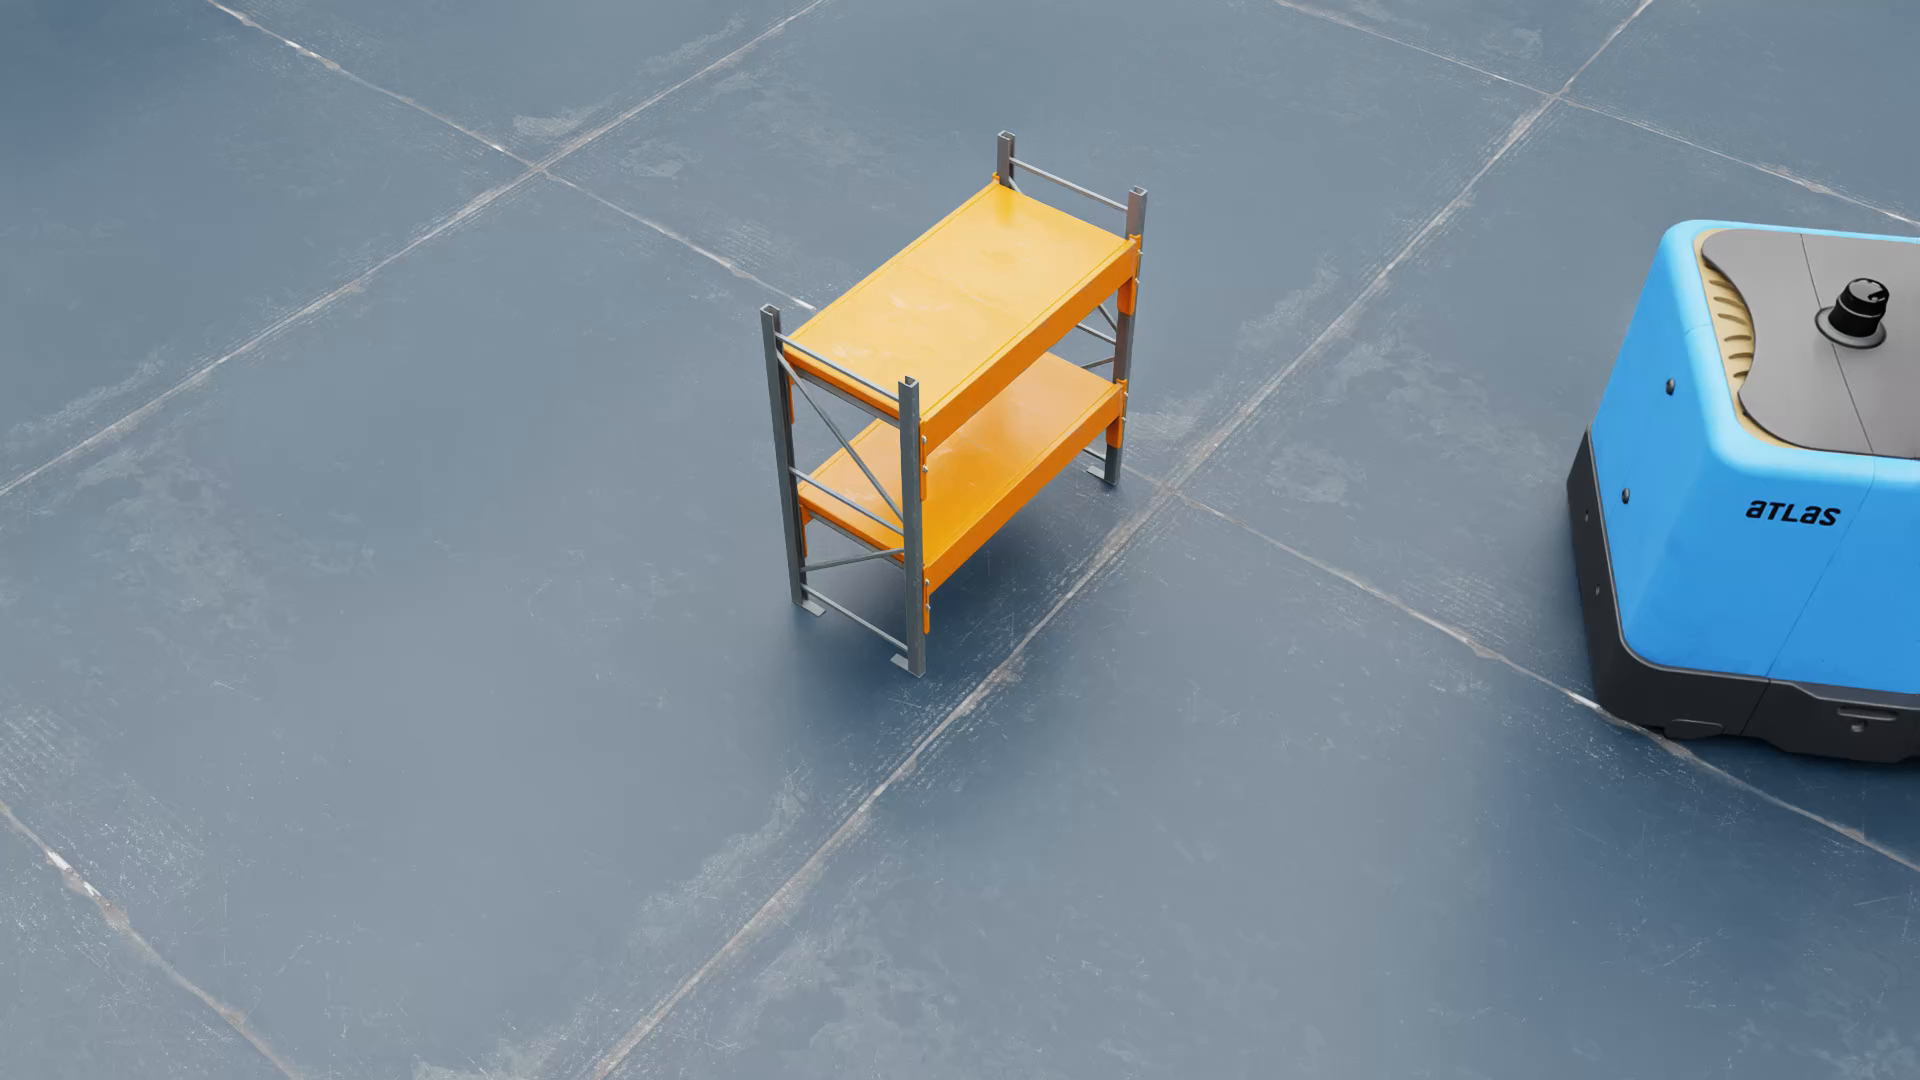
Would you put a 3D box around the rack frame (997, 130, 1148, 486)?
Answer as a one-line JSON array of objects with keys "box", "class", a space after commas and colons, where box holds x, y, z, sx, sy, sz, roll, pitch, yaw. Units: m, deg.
[{"box": [0.315, -0.683, 5.125, 0.500, 1.125, 0.032, 29, 53, 25], "class": "rack frame"}]

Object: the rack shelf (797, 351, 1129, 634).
[{"box": [0.004, -0.224, 5.024, 0.538, 0.278, 1.000, 29, 53, 25], "class": "rack shelf"}]

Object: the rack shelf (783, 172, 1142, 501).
[{"box": [0.004, -0.595, 4.635, 0.538, 0.278, 1.000, 29, 53, 25], "class": "rack shelf"}]

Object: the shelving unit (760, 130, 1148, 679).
[{"box": [0.004, -0.392, 4.847, 0.538, 1.125, 1.048, 29, 53, 25], "class": "shelving unit"}]

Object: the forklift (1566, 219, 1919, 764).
[{"box": [3.372, -0.668, 3.861, 3.031, 2.935, 1.130, 6, 47, 6], "class": "forklift"}]

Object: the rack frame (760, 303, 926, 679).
[{"box": [-0.307, -0.102, 4.569, 0.500, 1.125, 0.032, 29, 53, 25], "class": "rack frame"}]
